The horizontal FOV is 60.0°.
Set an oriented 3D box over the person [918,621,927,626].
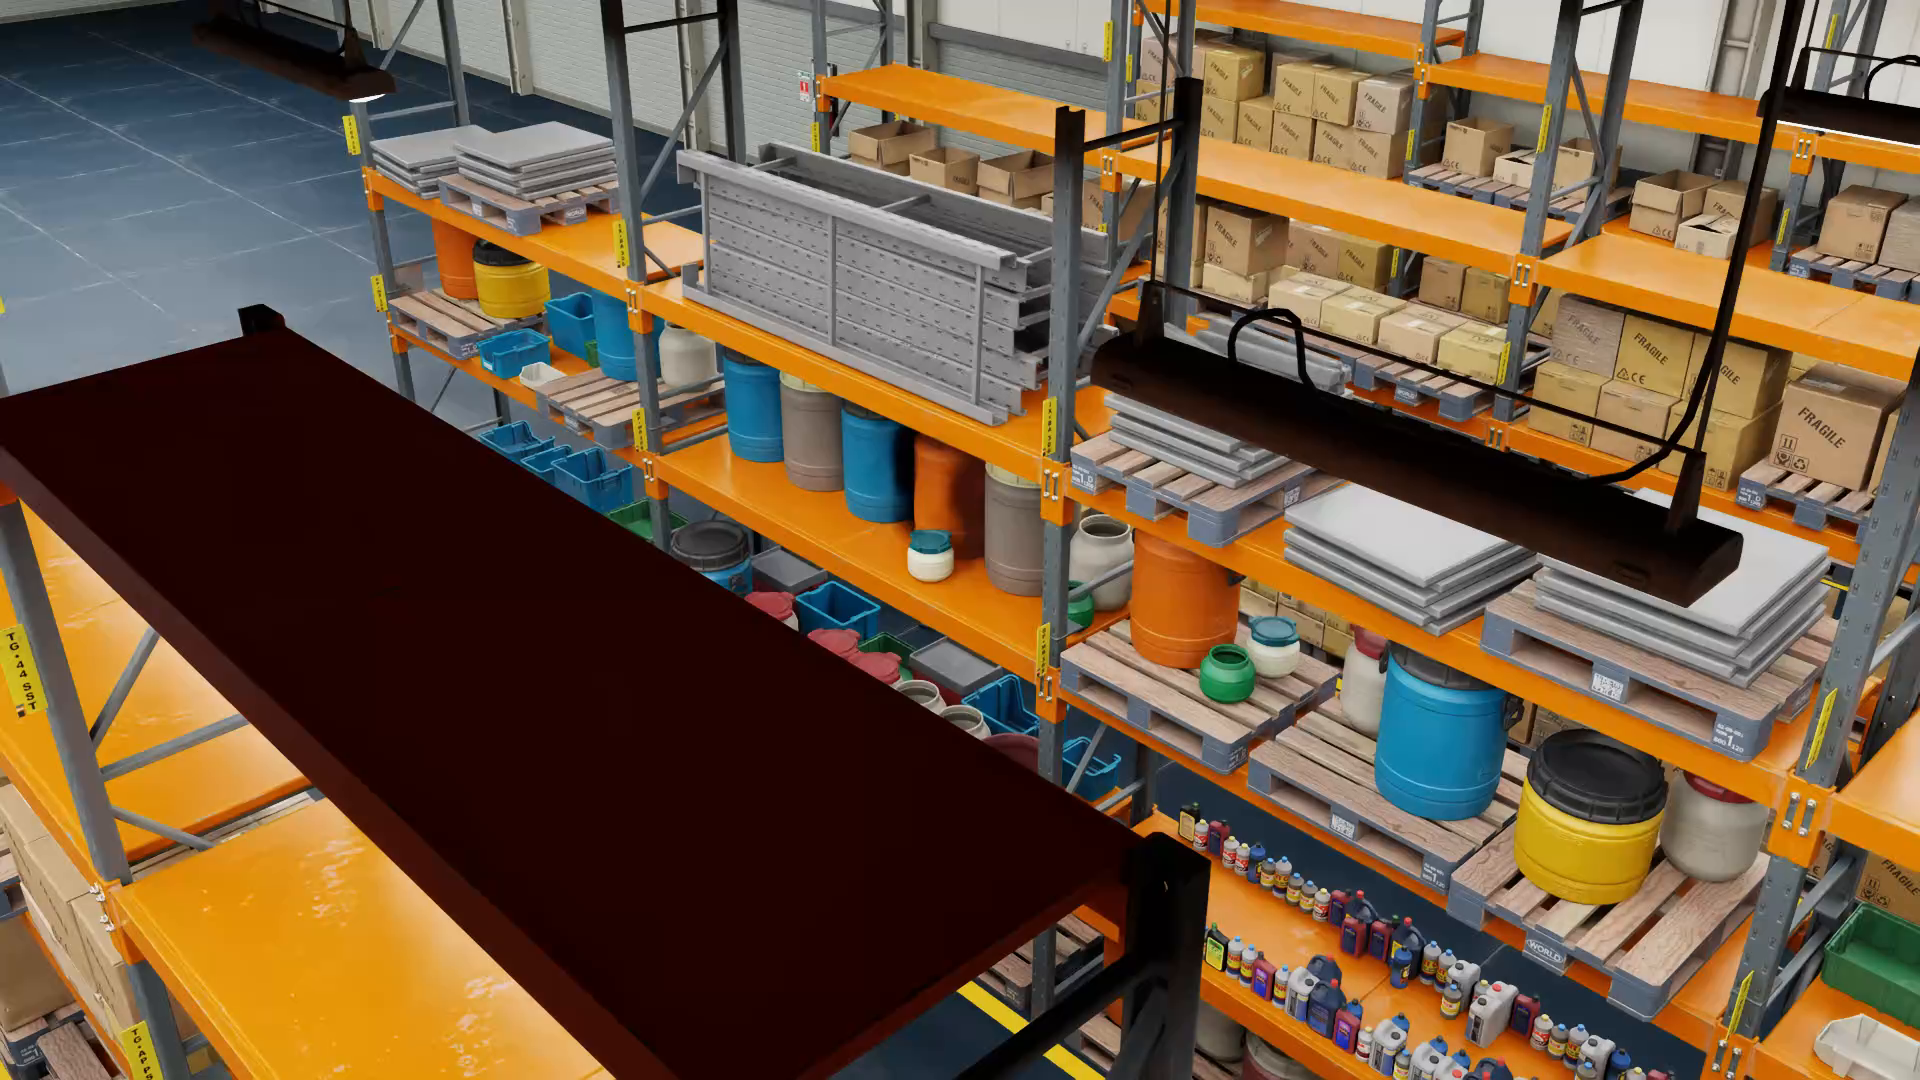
[{"bbox_3d":[-0.341,-0.137,15.225,0.577,1.760,0.779,-4,29,-8],"label":"person"}]
